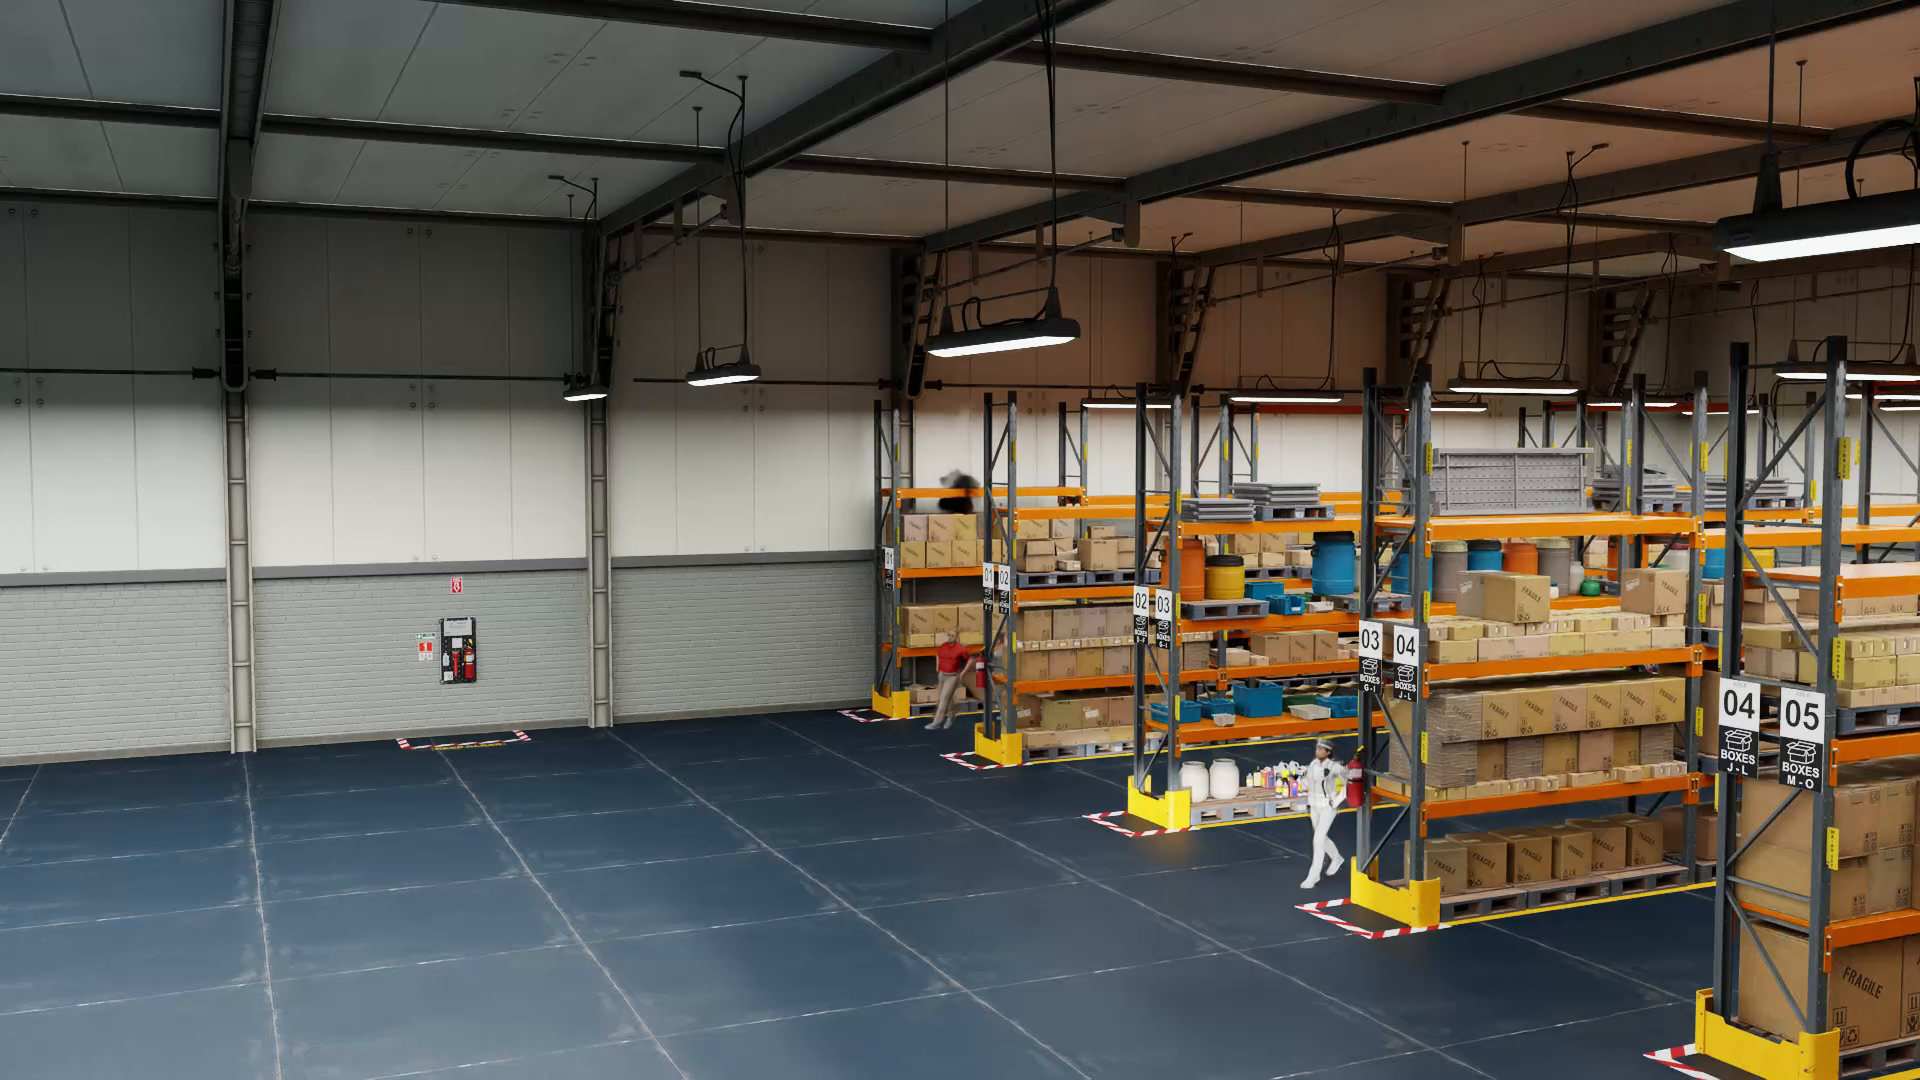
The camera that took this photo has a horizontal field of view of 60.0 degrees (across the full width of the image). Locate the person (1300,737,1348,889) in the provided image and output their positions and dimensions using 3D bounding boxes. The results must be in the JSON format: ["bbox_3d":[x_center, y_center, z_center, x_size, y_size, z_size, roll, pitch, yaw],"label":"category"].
[{"bbox_3d":[4.266,3.170,19.556,0.803,1.736,0.616,-2,4,-31],"label":"person"}]

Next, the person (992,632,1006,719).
[{"bbox_3d":[0.726,2.397,29.347,0.546,1.562,0.550,-2,4,-29],"label":"person"}]

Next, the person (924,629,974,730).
[{"bbox_3d":[-0.163,2.404,28.318,0.721,1.786,0.866,3,4,39],"label":"person"}]
